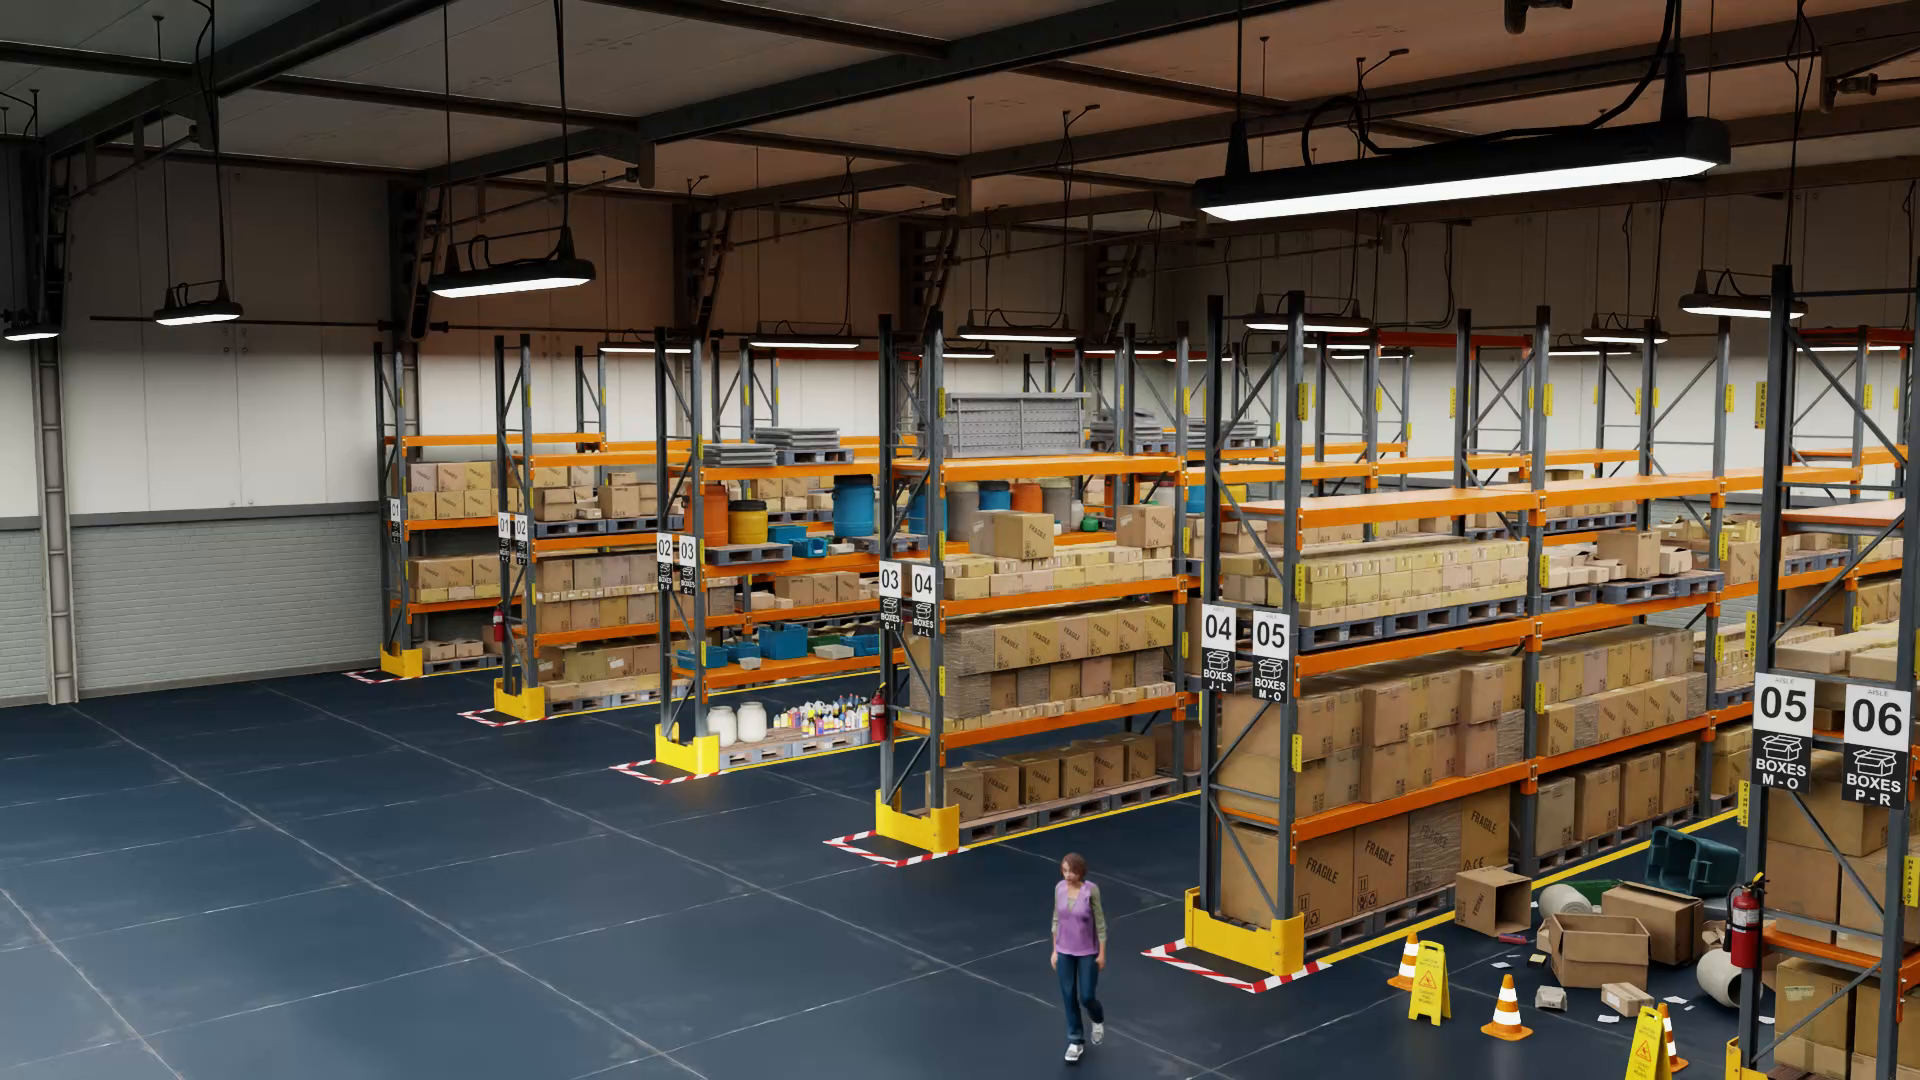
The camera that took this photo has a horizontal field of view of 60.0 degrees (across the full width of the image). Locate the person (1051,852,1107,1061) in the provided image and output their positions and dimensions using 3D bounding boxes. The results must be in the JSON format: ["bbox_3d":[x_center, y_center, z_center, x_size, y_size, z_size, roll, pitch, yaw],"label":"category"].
[{"bbox_3d":[0.930,3.192,12.890,0.442,1.586,0.532,2,6,24],"label":"person"}]

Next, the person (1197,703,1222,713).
[{"bbox_3d":[3.770,2.088,24.869,0.715,1.635,0.706,-3,6,-31],"label":"person"}]
